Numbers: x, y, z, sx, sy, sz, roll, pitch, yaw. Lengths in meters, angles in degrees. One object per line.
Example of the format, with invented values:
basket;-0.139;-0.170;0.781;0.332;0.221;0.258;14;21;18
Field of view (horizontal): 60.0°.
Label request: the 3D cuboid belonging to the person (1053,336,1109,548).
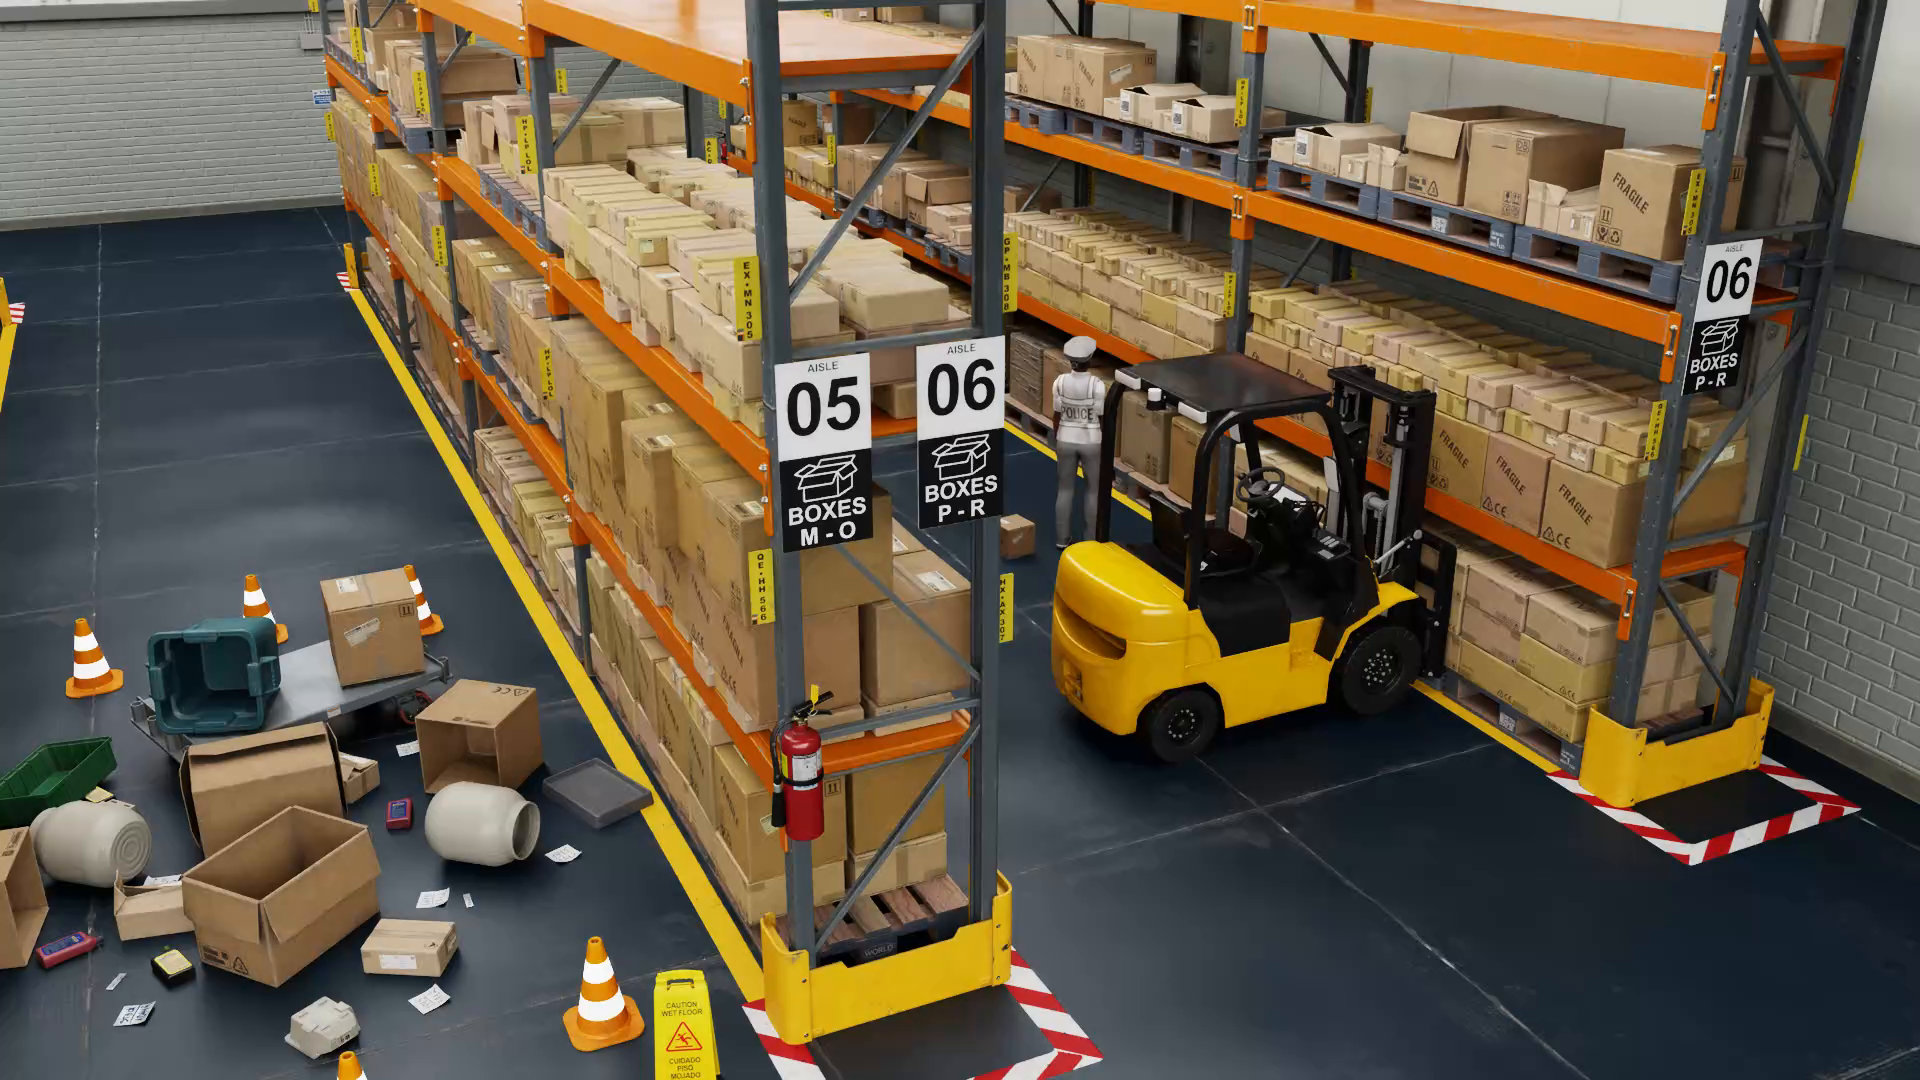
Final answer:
person;0.929;-0.736;12.757;0.435;1.693;0.361;7;23;17
